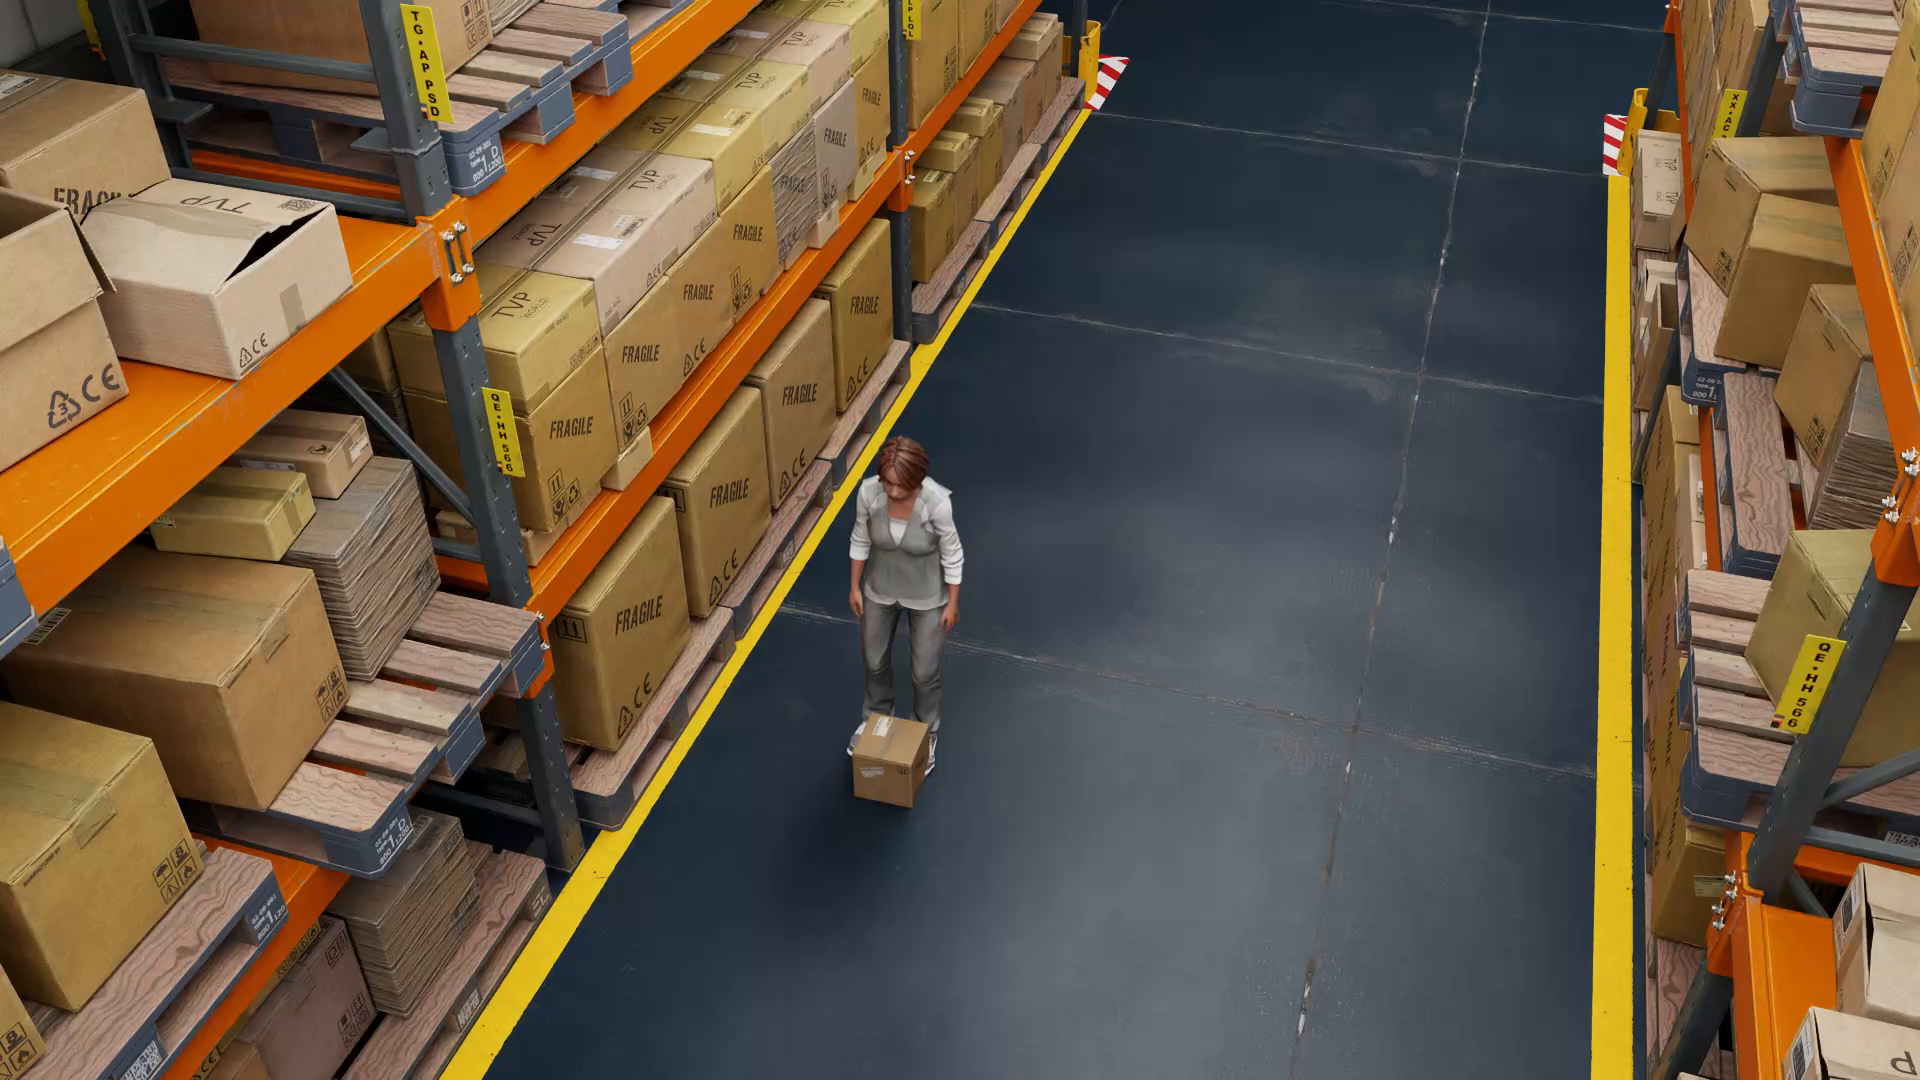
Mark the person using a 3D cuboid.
[{"bbox_3d":[-0.224,0.241,6.587,0.468,1.590,0.376,9,39,12],"label":"person"}]
